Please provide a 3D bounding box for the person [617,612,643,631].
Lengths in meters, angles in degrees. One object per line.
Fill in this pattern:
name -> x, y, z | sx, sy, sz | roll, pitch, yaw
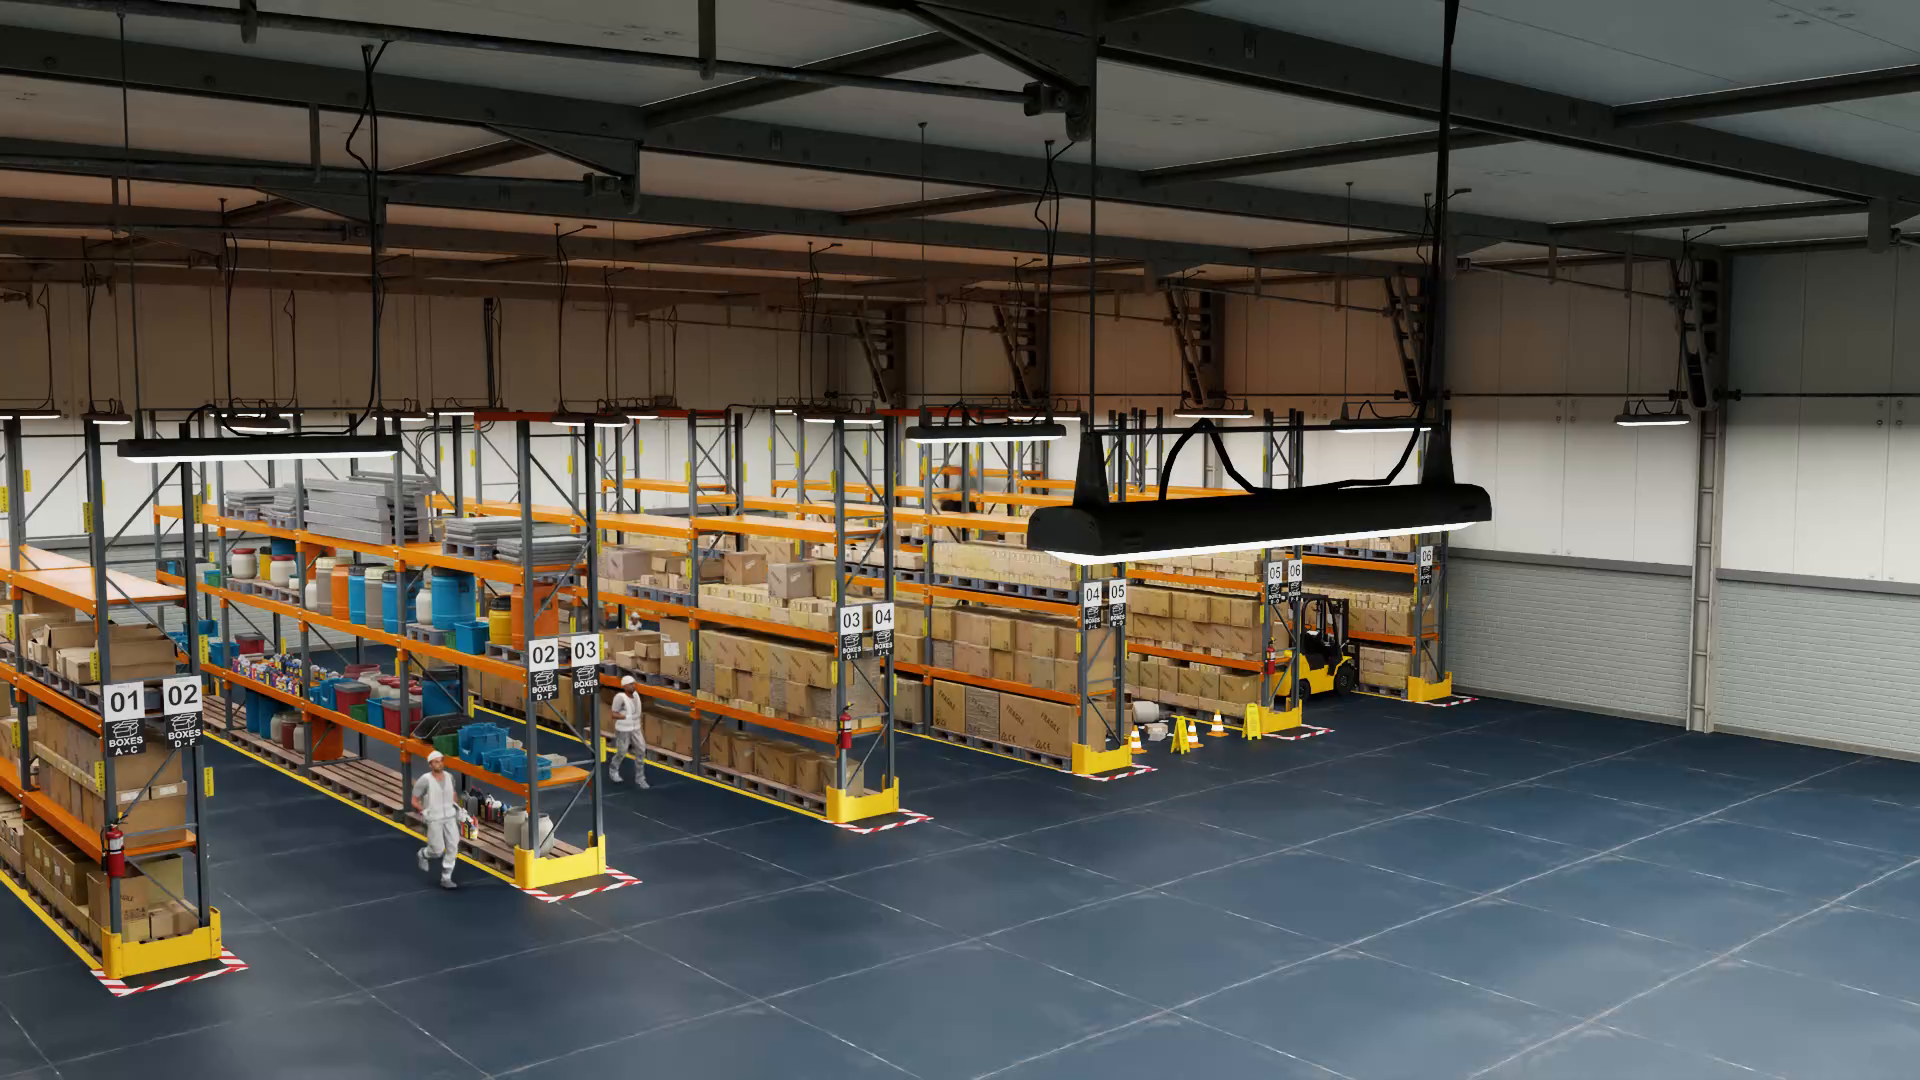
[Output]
person -> -7.225, 2.359, 36.445 | 0.678, 1.598, 0.596 | 4, 7, 41

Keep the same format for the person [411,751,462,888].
person -> -6.683, 3.583, 21.385 | 0.689, 1.735, 0.650 | 5, 7, 44

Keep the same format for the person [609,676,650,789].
person -> -5.370, 3.094, 26.801 | 0.814, 1.840, 0.661 | 4, 6, 38
